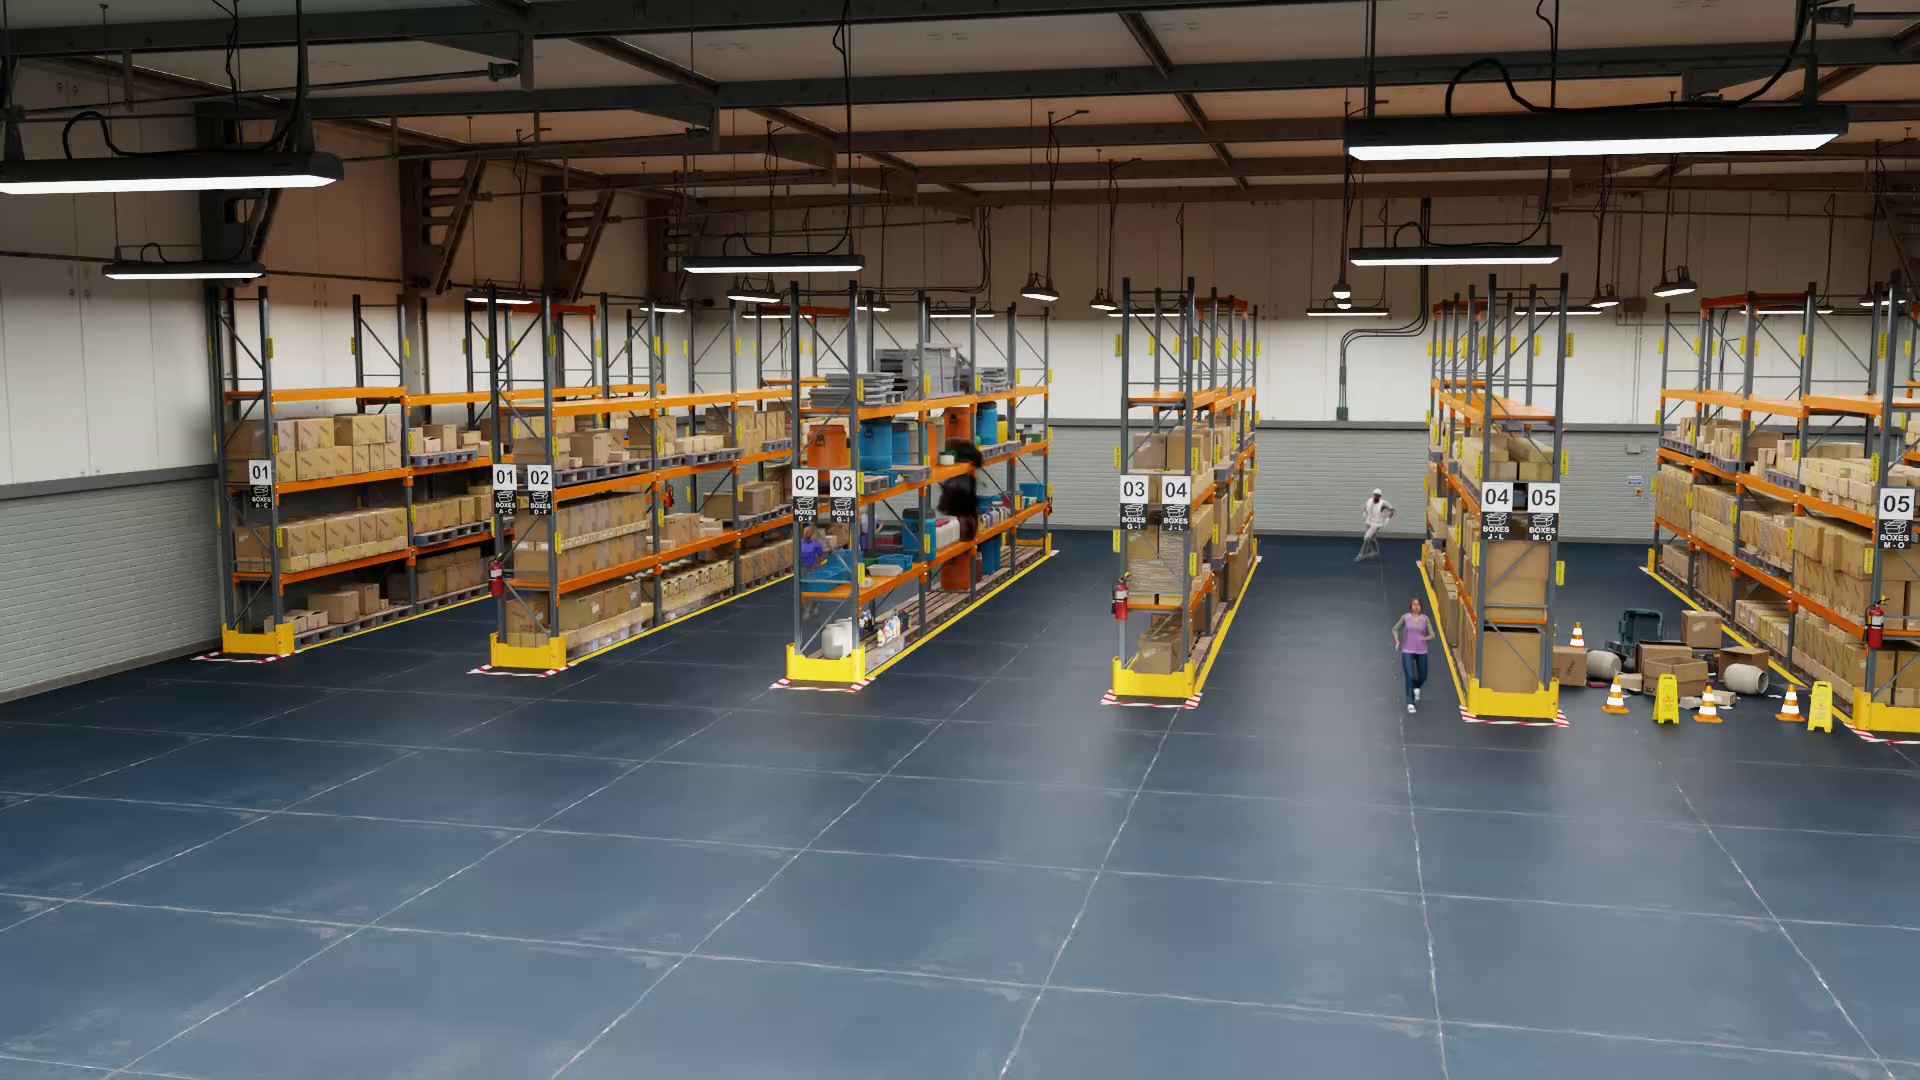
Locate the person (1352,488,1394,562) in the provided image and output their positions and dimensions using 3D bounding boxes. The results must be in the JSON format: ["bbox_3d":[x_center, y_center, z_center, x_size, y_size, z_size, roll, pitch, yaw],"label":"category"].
[{"bbox_3d":[9.771,-0.349,39.218,0.891,1.765,0.793,-5,8,-35],"label":"person"}]

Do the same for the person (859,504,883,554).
[{"bbox_3d":[-2.035,-0.061,36.944,0.603,1.548,0.652,1,7,5],"label":"person"}]

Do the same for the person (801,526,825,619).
[{"bbox_3d":[-2.675,0.568,29.124,0.573,1.616,0.516,1,7,9],"label":"person"}]

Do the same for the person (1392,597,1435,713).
[{"bbox_3d":[6.308,1.579,23.142,0.568,1.556,0.760,1,7,11],"label":"person"}]
